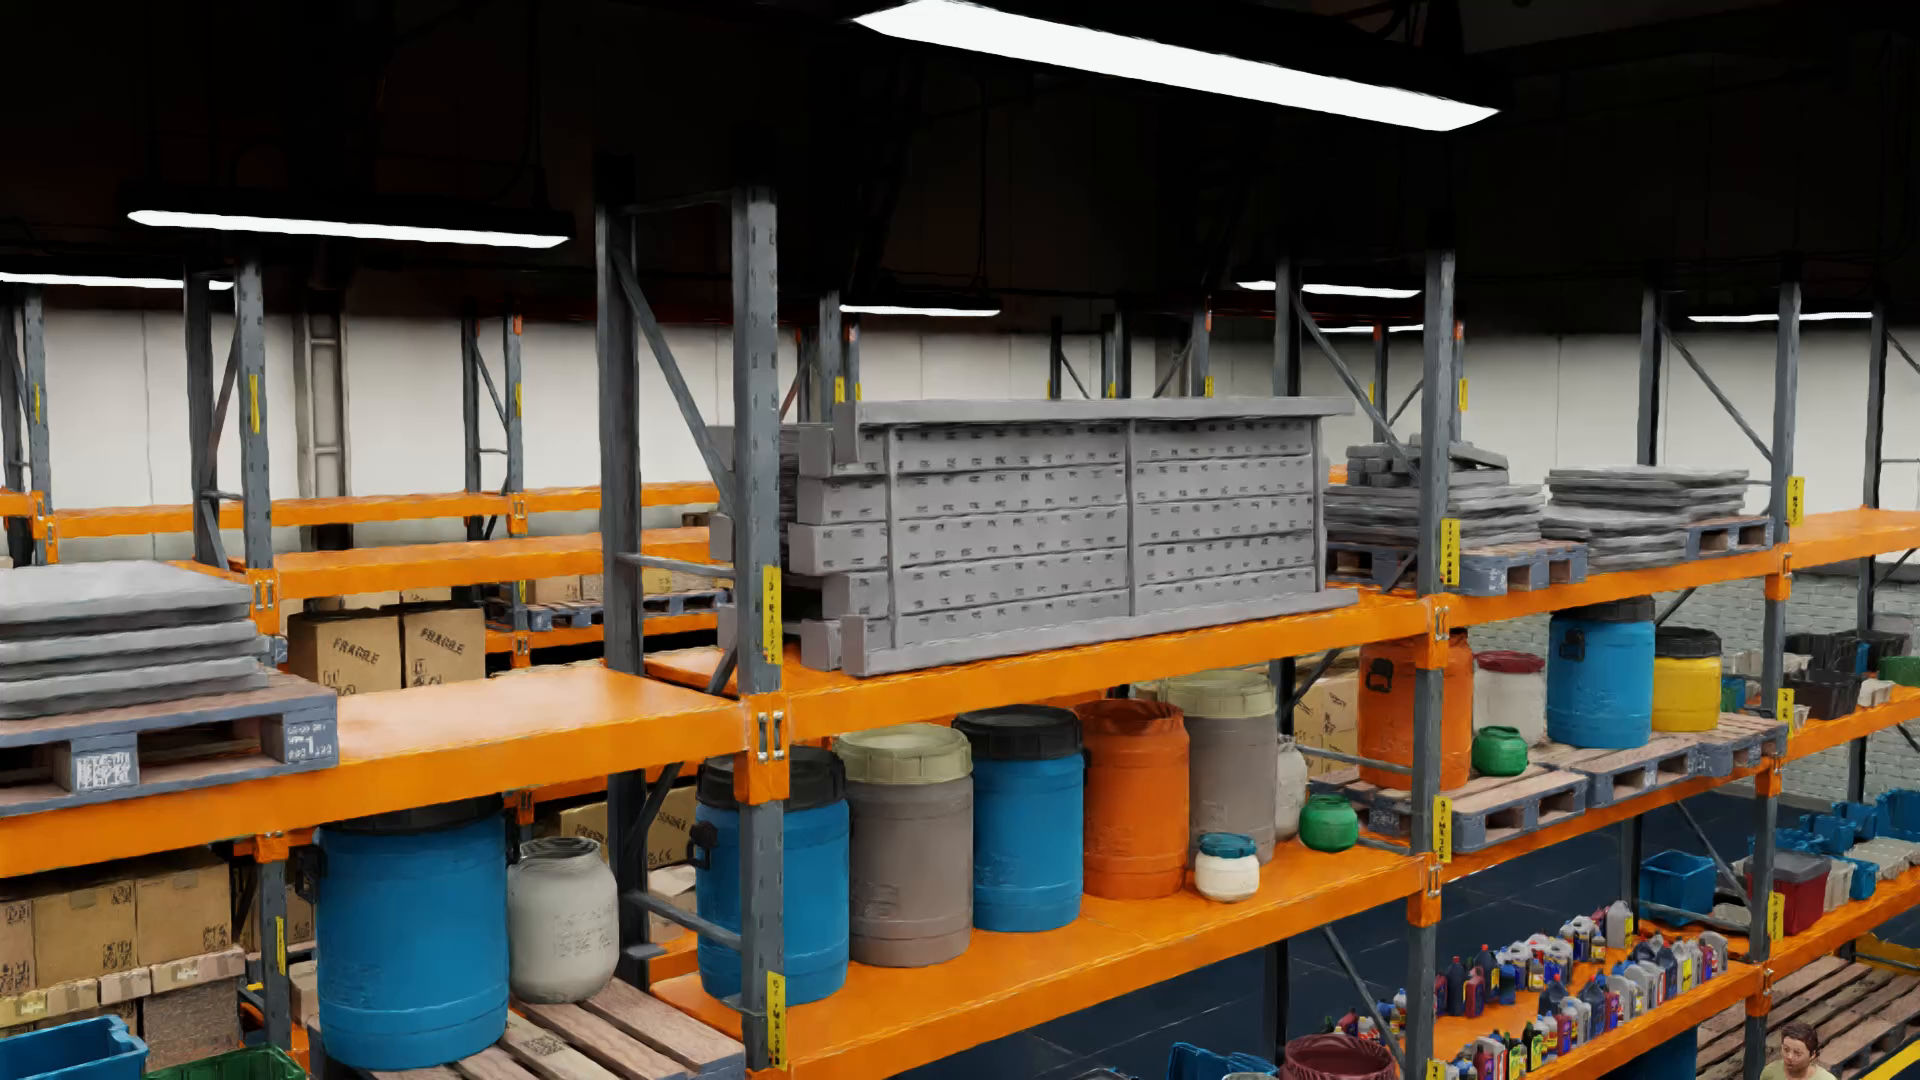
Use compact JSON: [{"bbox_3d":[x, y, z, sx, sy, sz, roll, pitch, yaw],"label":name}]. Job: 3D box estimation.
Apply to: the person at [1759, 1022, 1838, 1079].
[{"bbox_3d":[4.680,3.470,9.337,1.099,1.586,0.451,-5,7,-43],"label":"person"}]
